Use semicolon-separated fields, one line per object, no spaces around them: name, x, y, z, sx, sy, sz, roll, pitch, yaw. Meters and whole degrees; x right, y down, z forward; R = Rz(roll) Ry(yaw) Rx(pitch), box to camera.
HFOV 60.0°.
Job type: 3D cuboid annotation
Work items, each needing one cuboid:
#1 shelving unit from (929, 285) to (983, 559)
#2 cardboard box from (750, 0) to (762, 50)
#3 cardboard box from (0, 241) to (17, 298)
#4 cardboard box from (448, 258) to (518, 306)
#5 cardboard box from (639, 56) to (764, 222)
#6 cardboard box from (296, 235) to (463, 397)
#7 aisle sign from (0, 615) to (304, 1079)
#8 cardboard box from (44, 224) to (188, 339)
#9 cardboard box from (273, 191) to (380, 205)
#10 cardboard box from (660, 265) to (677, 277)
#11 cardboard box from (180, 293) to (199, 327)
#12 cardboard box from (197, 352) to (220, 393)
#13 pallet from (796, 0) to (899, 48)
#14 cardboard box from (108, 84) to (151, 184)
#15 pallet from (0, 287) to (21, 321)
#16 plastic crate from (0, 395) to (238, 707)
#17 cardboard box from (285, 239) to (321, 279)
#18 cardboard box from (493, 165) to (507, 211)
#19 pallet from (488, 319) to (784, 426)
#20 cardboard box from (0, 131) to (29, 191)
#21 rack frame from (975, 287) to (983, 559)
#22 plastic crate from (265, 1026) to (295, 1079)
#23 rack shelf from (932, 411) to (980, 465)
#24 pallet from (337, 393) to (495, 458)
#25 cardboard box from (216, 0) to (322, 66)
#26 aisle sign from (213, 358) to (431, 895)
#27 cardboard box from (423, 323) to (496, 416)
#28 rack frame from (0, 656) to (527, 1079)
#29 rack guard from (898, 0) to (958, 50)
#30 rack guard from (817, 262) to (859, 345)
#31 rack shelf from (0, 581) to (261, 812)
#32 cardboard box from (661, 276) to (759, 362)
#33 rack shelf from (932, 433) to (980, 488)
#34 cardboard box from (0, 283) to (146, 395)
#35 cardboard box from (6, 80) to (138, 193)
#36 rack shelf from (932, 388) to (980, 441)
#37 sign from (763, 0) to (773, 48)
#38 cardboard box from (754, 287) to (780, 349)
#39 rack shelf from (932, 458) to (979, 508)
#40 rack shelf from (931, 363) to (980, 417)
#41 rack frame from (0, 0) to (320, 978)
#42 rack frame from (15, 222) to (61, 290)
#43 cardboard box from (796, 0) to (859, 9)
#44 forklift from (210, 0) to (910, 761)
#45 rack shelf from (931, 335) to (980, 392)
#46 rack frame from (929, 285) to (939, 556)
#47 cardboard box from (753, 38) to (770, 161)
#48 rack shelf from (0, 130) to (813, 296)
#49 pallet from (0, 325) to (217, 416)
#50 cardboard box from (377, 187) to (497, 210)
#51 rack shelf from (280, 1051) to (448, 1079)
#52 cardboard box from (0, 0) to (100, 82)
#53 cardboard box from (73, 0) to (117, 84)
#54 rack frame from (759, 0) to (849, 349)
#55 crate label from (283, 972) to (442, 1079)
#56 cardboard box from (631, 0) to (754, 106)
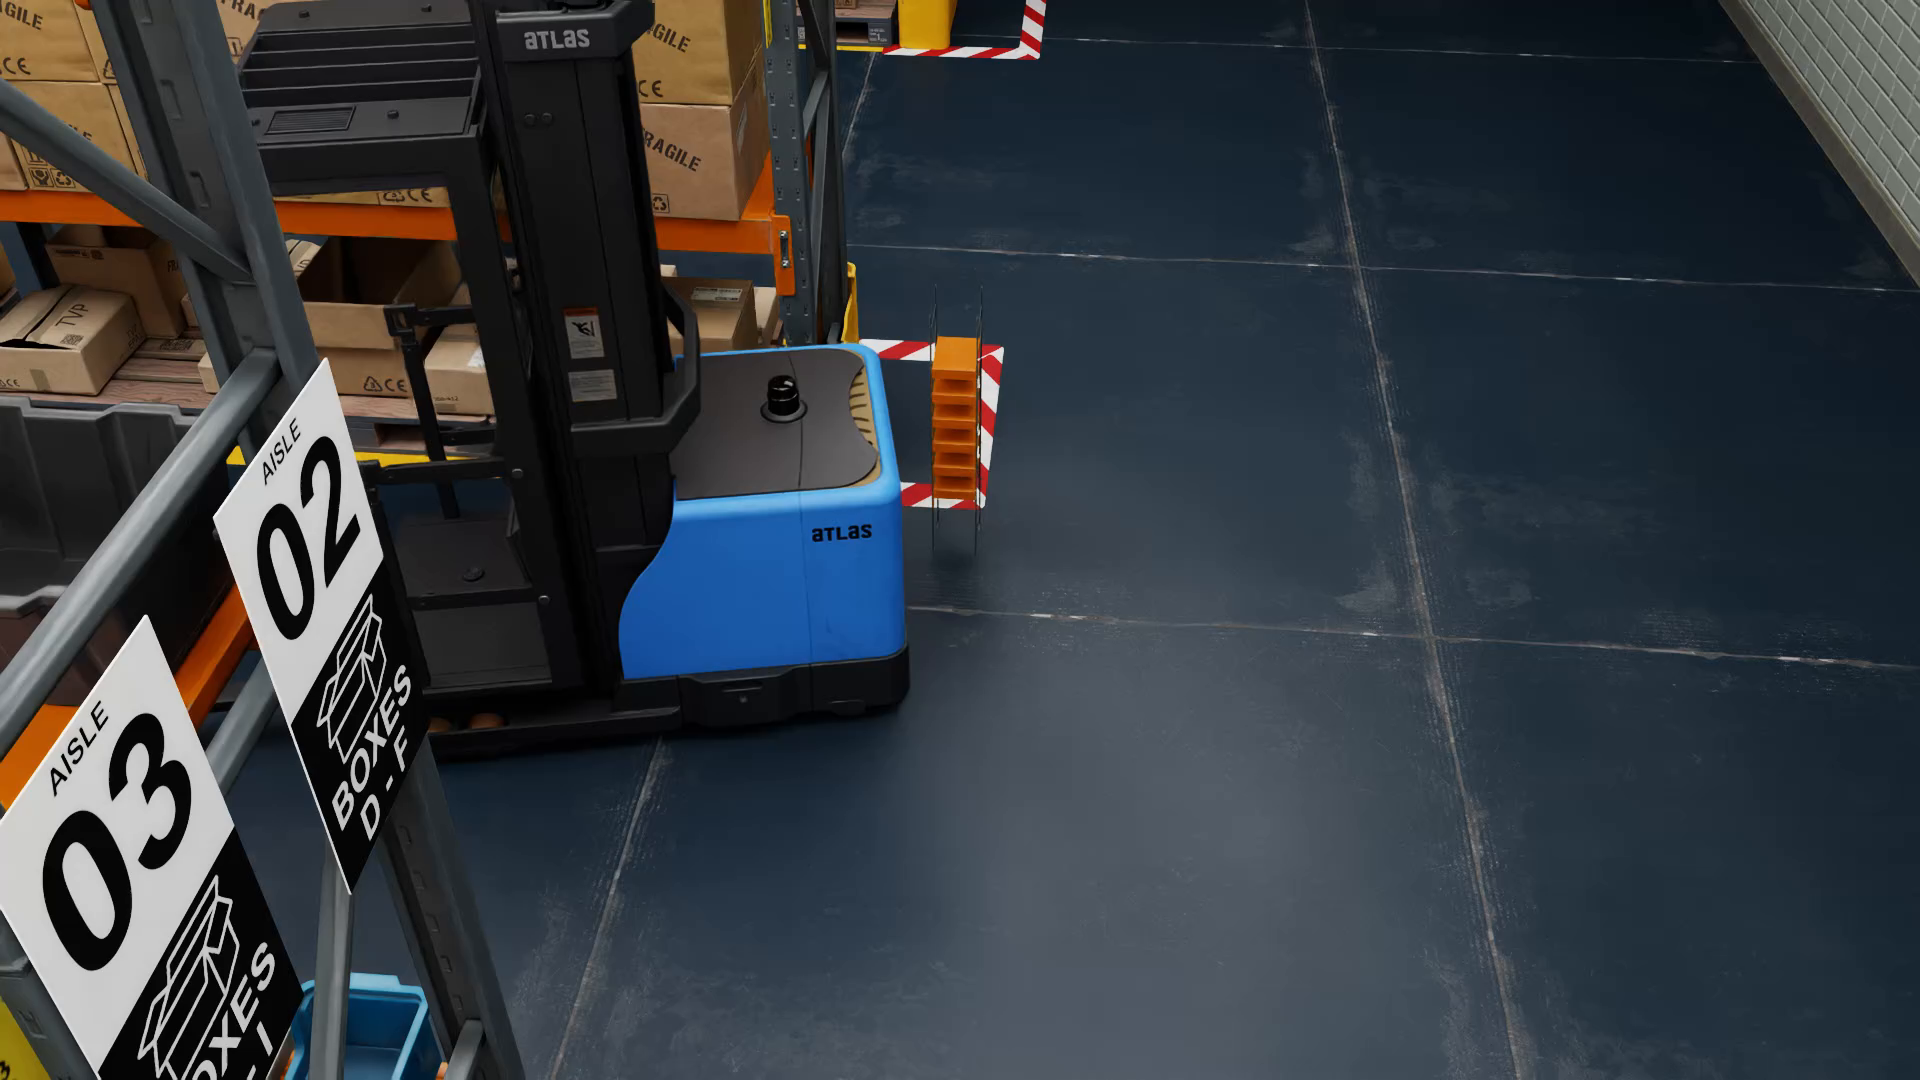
shelving unit;-0.014;-0.466;6.872;0.189;1.200;0.258;3;39;4
cardboard box;-1.068;-2.389;6.937;0.500;0.500;0.500;4;39;5
cardboard box;-5.094;-1.371;8.190;0.500;0.500;0.500;1;39;2
cardboard box;-2.162;-1.139;8.103;0.500;0.250;0.500;3;39;4
cardboard box;-1.118;-1.664;6.839;0.500;0.500;0.500;4;39;5
cardboard box;-2.761;-1.093;7.846;0.637;0.503;0.797;3;39;4
aisle sign;-1.033;0.523;2.172;0.004;0.787;0.394;3;39;4
cardboard box;-4.041;-1.339;8.150;0.500;0.500;0.500;3;39;4
cardboard box;-2.634;-1.748;6.943;0.500;0.500;0.500;3;39;3
cardboard box;-1.664;-1.112;8.069;0.500;0.250;0.500;3;39;4
cardboard box;-3.663;-1.220;8.282;0.250;0.149;0.380;3;39;4
cardboard box;-3.371;-0.862;7.829;0.250;0.166;0.380;3;39;4
pallet;-1.028;-3.801;11.752;1.213;0.211;1.003;3;39;4
cardboard box;-3.141;-1.775;6.976;0.500;0.500;0.500;3;39;4
pallet;-5.447;-0.929;8.224;1.213;0.211;1.003;3;39;4
plastic crate;-1.439;0.034;2.560;0.590;0.269;0.497;3;39;4
cardboard box;-3.294;-1.224;8.160;0.500;0.311;0.500;3;39;4
cardboard box;-1.635;-1.690;6.871;0.500;0.500;0.500;3;39;4
pallet;-1.518;-0.738;7.989;1.213;0.211;1.003;3;39;4
cardboard box;-4.149;-1.830;7.043;0.500;0.500;0.500;4;39;5
rack frame;0.077;-0.461;6.866;0.006;1.200;0.240;3;39;4
plastic crate;-1.609;1.132;3.645;0.298;0.136;0.250;3;39;4
rack shelf;-0.014;-0.432;6.900;0.180;0.103;0.258;3;39;4
pallet;-2.731;-0.806;8.073;1.213;0.211;1.003;3;39;4
cardboard box;-2.648;-2.130;6.620;0.500;0.500;0.500;4;39;5
aisle sign;-0.982;0.152;2.628;0.004;0.787;0.394;3;39;4
cardboard box;-2.155;-0.822;7.713;0.500;0.250;0.500;3;39;4
rack frame;-1.079;1.343;3.224;0.127;3.000;1.000;3;39;4
rack guard;-0.201;-3.917;11.666;0.348;0.500;1.175;3;39;4
rack guard;-0.724;-0.807;7.845;0.348;0.500;1.175;3;39;4
rack shelf;-3.072;0.350;2.638;4.000;0.370;1.077;3;39;4
cardboard box;-1.211;-0.848;7.547;0.500;0.500;0.500;3;39;4
rack shelf;-0.014;-0.339;6.976;0.180;0.103;0.258;3;39;4
cardboard box;-4.234;-0.959;7.833;0.500;0.311;0.500;3;39;4
cardboard box;-3.639;-1.804;7.011;0.500;0.500;0.500;4;39;5
rack shelf;-0.014;-0.525;6.824;0.180;0.103;0.258;3;39;4
sign;-0.716;-1.996;6.158;0.005;0.325;0.100;3;39;4
cardboard box;-1.036;-1.076;8.106;0.250;0.149;0.380;3;39;4
rack shelf;-0.014;-0.246;7.052;0.180;0.103;0.258;3;39;4
rack shelf;-0.014;-0.618;6.749;0.180;0.103;0.258;3;39;4
rack frame;-1.079;-0.984;1.330;0.127;3.000;1.000;3;39;4
rack frame;-4.633;-1.990;7.319;0.127;3.000;1.000;3;39;4
cardboard box;-0.931;-4.057;11.505;0.500;0.500;0.700;3;39;4
forklift;-1.750;-0.665;5.745;3.031;2.935;1.130;-5;39;-6
rack shelf;-0.014;-0.711;6.673;0.180;0.103;0.258;3;39;4
rack frame;-0.106;-0.471;6.878;0.006;1.200;0.240;3;39;4
cardboard box;-1.068;-2.001;7.253;0.500;0.500;0.500;4;39;5
rack shelf;-2.641;-1.602;7.412;4.000;0.370;1.077;3;39;4
pallet;-3.949;-0.870;8.152;1.213;0.211;1.003;3;39;4
cardboard box;-2.132;-1.721;6.909;0.500;0.500;0.500;3;39;4
rack shelf;-3.072;1.513;3.585;4.000;0.370;1.077;3;39;4
cardboard box;-3.674;-2.186;6.688;0.500;0.500;0.500;2;39;2
cardboard box;-3.162;-2.158;6.654;0.500;0.500;0.500;2;39;3
rack frame;-0.648;-1.772;7.051;0.127;3.000;1.000;3;39;4
crate label;-1.297;1.164;3.529;0.303;0.233;0.416;3;39;4
cardboard box;-1.116;-2.050;6.521;0.500;0.500;0.500;3;39;3
